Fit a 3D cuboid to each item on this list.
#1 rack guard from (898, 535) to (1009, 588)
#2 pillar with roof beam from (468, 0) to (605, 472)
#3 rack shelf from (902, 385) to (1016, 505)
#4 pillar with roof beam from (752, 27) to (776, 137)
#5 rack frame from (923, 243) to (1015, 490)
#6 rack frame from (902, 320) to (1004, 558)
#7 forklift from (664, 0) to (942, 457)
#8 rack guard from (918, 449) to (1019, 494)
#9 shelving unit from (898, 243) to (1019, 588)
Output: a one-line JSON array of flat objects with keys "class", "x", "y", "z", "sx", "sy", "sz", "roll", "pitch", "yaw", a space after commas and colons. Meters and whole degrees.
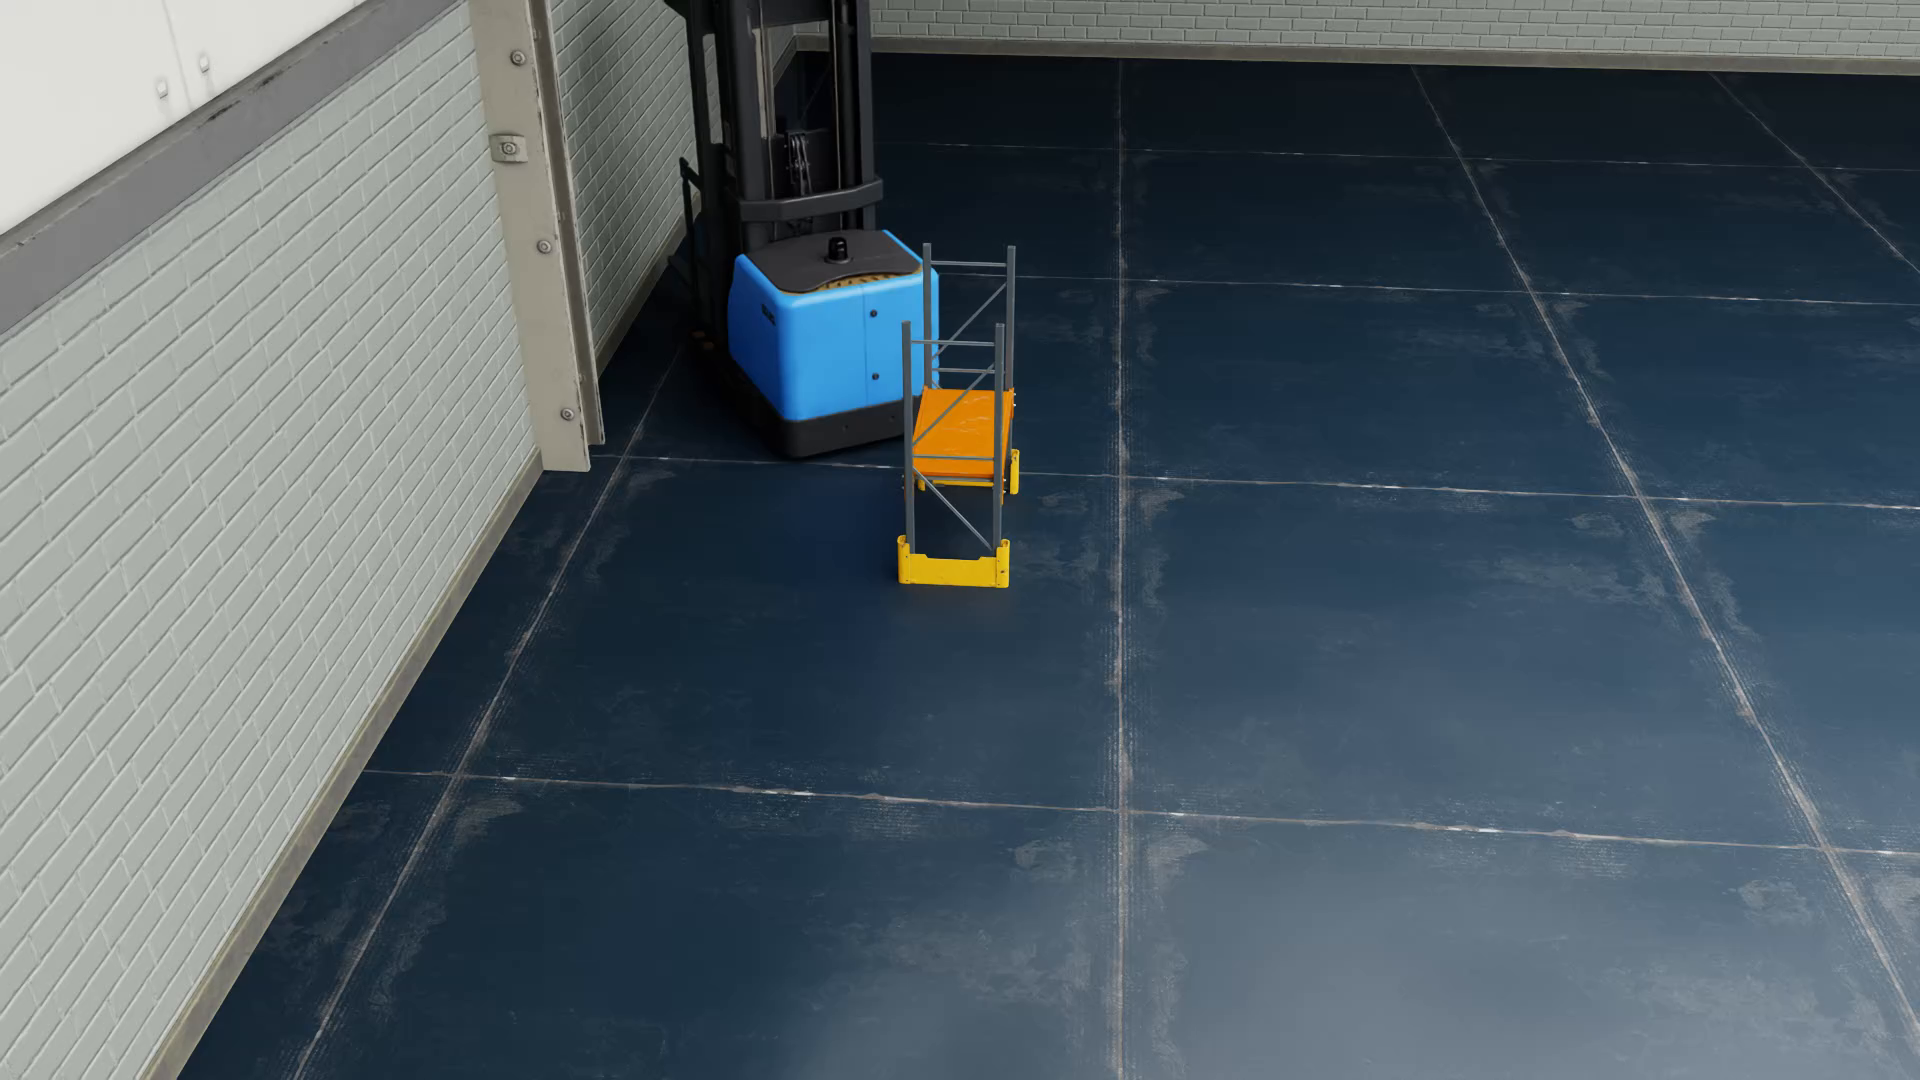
[{"class": "rack guard", "x": -0.034, "y": 0.114, "z": 8.827, "sx": 0.587, "sy": 0.250, "sz": 0.087, "roll": 2, "pitch": 32, "yaw": 4}, {"class": "pillar with roof beam", "x": 1.937, "y": -4.165, "z": 7.430, "sx": 9.100, "sy": 9.000, "sz": 0.400, "roll": 2, "pitch": 32, "yaw": 4}, {"class": "rack shelf", "x": 0.007, "y": -0.530, "z": 9.023, "sx": 0.538, "sy": 0.185, "sz": 1.000, "roll": 2, "pitch": 32, "yaw": 4}, {"class": "pillar with roof beam", "x": 2.426, "y": -7.302, "z": 12.521, "sx": 9.100, "sy": 9.000, "sz": 0.400, "roll": 2, "pitch": 32, "yaw": 4}, {"class": "rack frame", "x": 0.048, "y": -0.949, "z": 9.360, "sx": 0.500, "sy": 1.500, "sz": 0.032, "roll": 2, "pitch": 32, "yaw": 4}, {"class": "rack frame", "x": -0.034, "y": -0.417, "z": 8.498, "sx": 0.500, "sy": 1.500, "sz": 0.032, "roll": 2, "pitch": 32, "yaw": 4}, {"class": "forklift", "x": -1.197, "y": -2.496, "z": 10.507, "sx": 1.130, "sy": 2.935, "sz": 3.031, "roll": -14, "pitch": 34, "yaw": -21}, {"class": "rack guard", "x": 0.047, "y": -0.407, "z": 9.672, "sx": 0.587, "sy": 0.250, "sz": 0.087, "roll": 2, "pitch": 32, "yaw": 4}, {"class": "shelving unit", "x": 0.006, "y": -0.678, "z": 8.921, "sx": 0.587, "sy": 1.500, "sz": 1.083, "roll": 2, "pitch": 32, "yaw": 4}]
